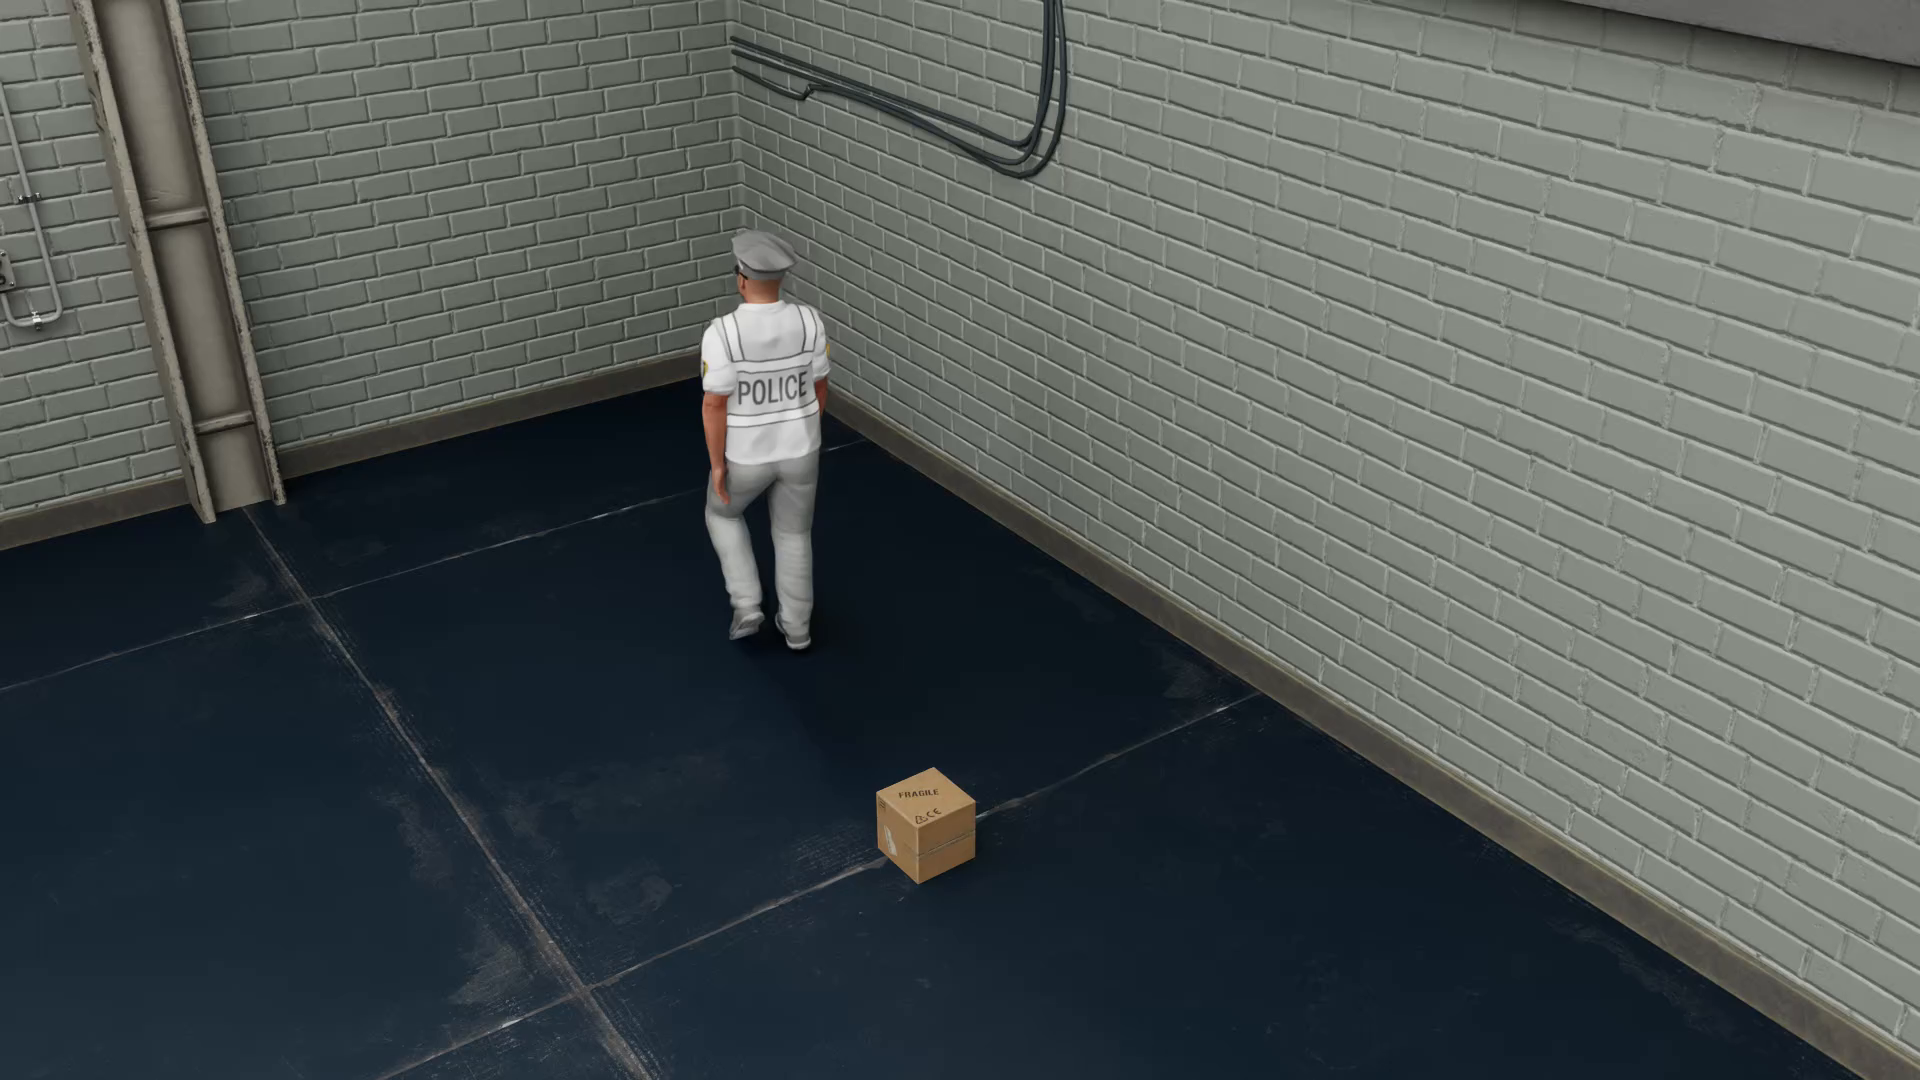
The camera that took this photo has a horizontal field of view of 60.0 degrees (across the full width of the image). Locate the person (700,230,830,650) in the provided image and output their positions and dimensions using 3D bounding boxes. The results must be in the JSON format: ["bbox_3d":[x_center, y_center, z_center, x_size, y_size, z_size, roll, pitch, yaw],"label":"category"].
[{"bbox_3d":[-0.792,-0.368,6.783,0.545,1.820,0.473,-11,30,-19],"label":"person"}]
